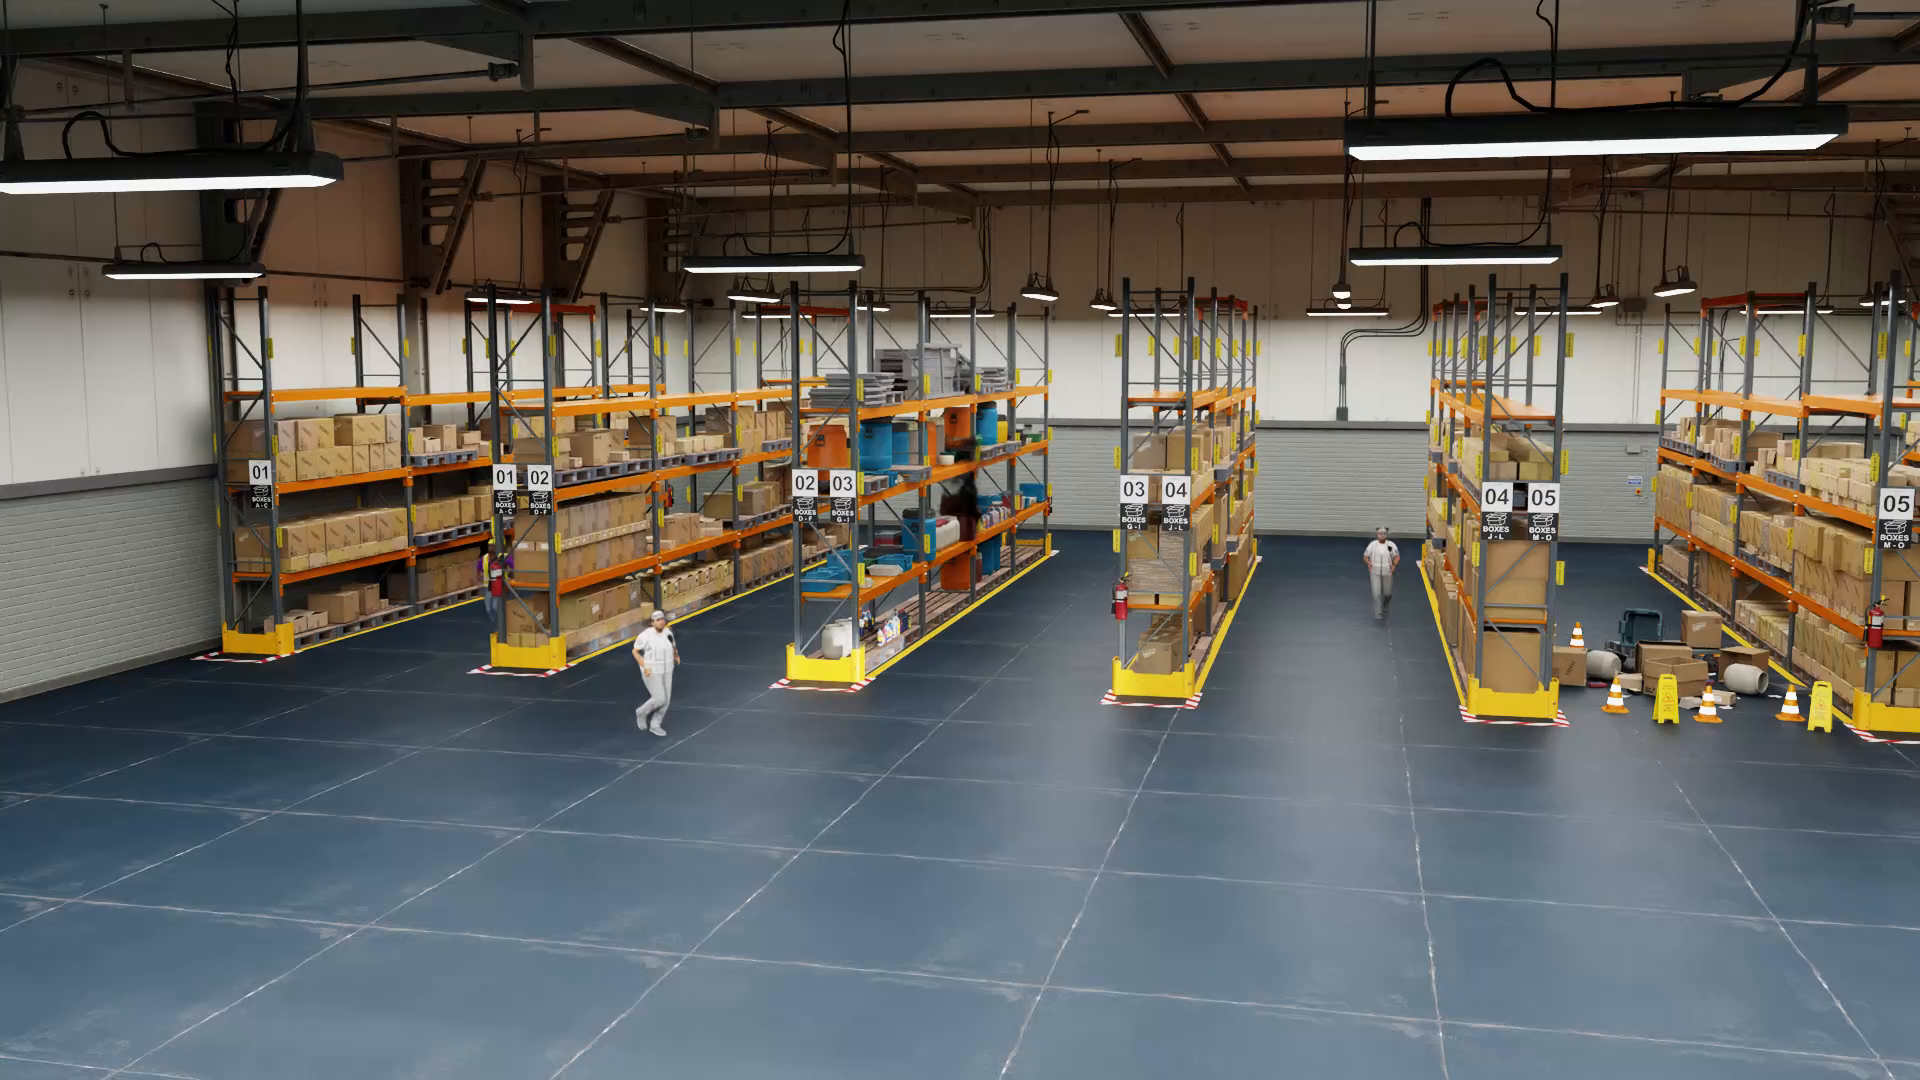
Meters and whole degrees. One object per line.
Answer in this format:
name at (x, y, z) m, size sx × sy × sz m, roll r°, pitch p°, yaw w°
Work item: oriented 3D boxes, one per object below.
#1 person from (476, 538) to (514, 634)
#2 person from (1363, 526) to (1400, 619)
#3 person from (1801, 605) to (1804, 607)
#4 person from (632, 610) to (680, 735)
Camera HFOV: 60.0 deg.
person at (-8.077, 0.829, 28.834) m, size 0.756 × 1.730 × 0.558 m, roll 2°, pitch 7°, yaw 13°
person at (7.825, 0.593, 30.898) m, size 0.660 × 1.732 × 0.626 m, roll 1°, pitch 7°, yaw 13°
person at (16.282, 0.524, 31.727) m, size 0.623 × 1.739 × 0.883 m, roll 2°, pitch 7°, yaw 16°
person at (-3.899, 1.724, 21.610) m, size 0.594 × 1.637 × 0.567 m, roll -6°, pitch 9°, yaw -44°
